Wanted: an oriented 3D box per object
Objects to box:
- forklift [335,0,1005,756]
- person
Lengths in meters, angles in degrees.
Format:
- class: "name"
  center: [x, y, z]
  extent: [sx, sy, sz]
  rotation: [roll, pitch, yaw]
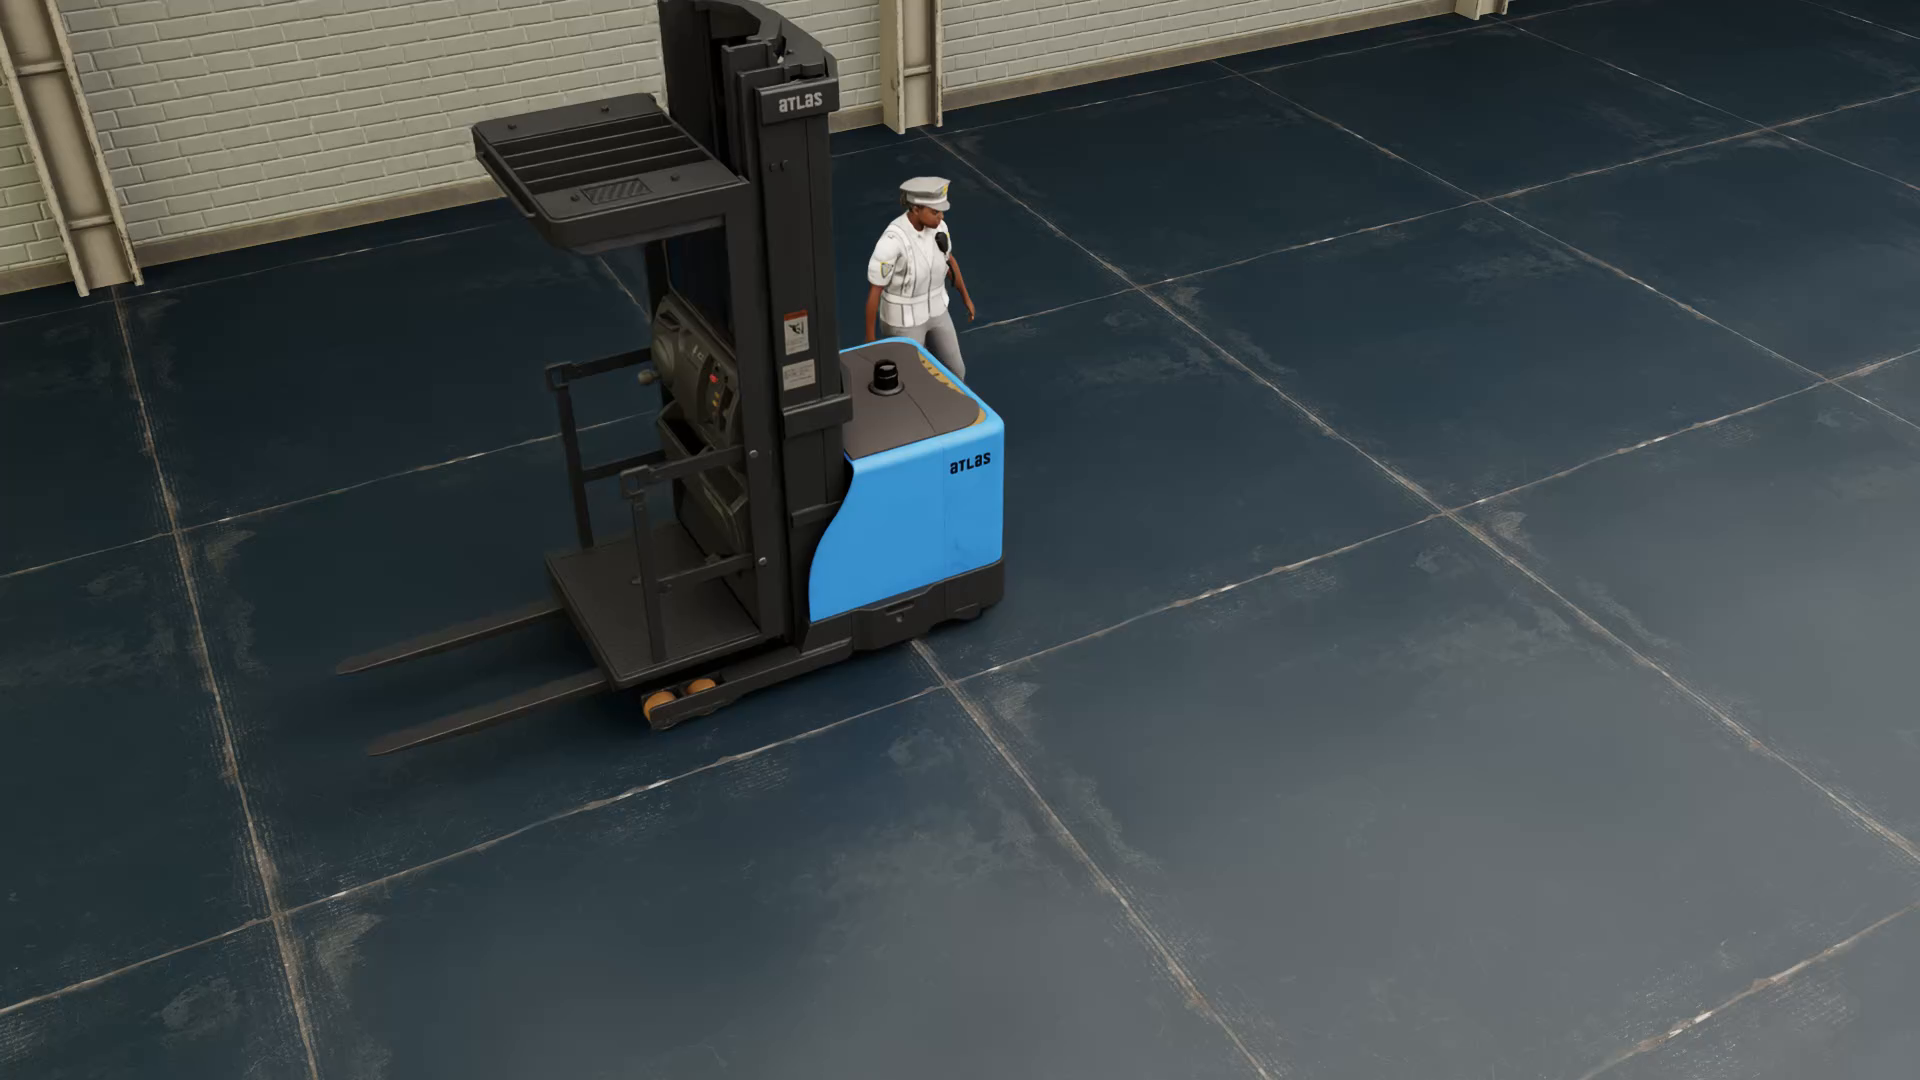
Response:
- class: "forklift"
  center: [-1.323, -0.698, 7.110]
  extent: [3.031, 2.935, 1.130]
  rotation: [-18, 39, -23]
- class: "person"
  center: [-0.201, -1.194, 8.942]
  extent: [0.741, 1.635, 0.379]
  rotation: [-30, 45, -35]
